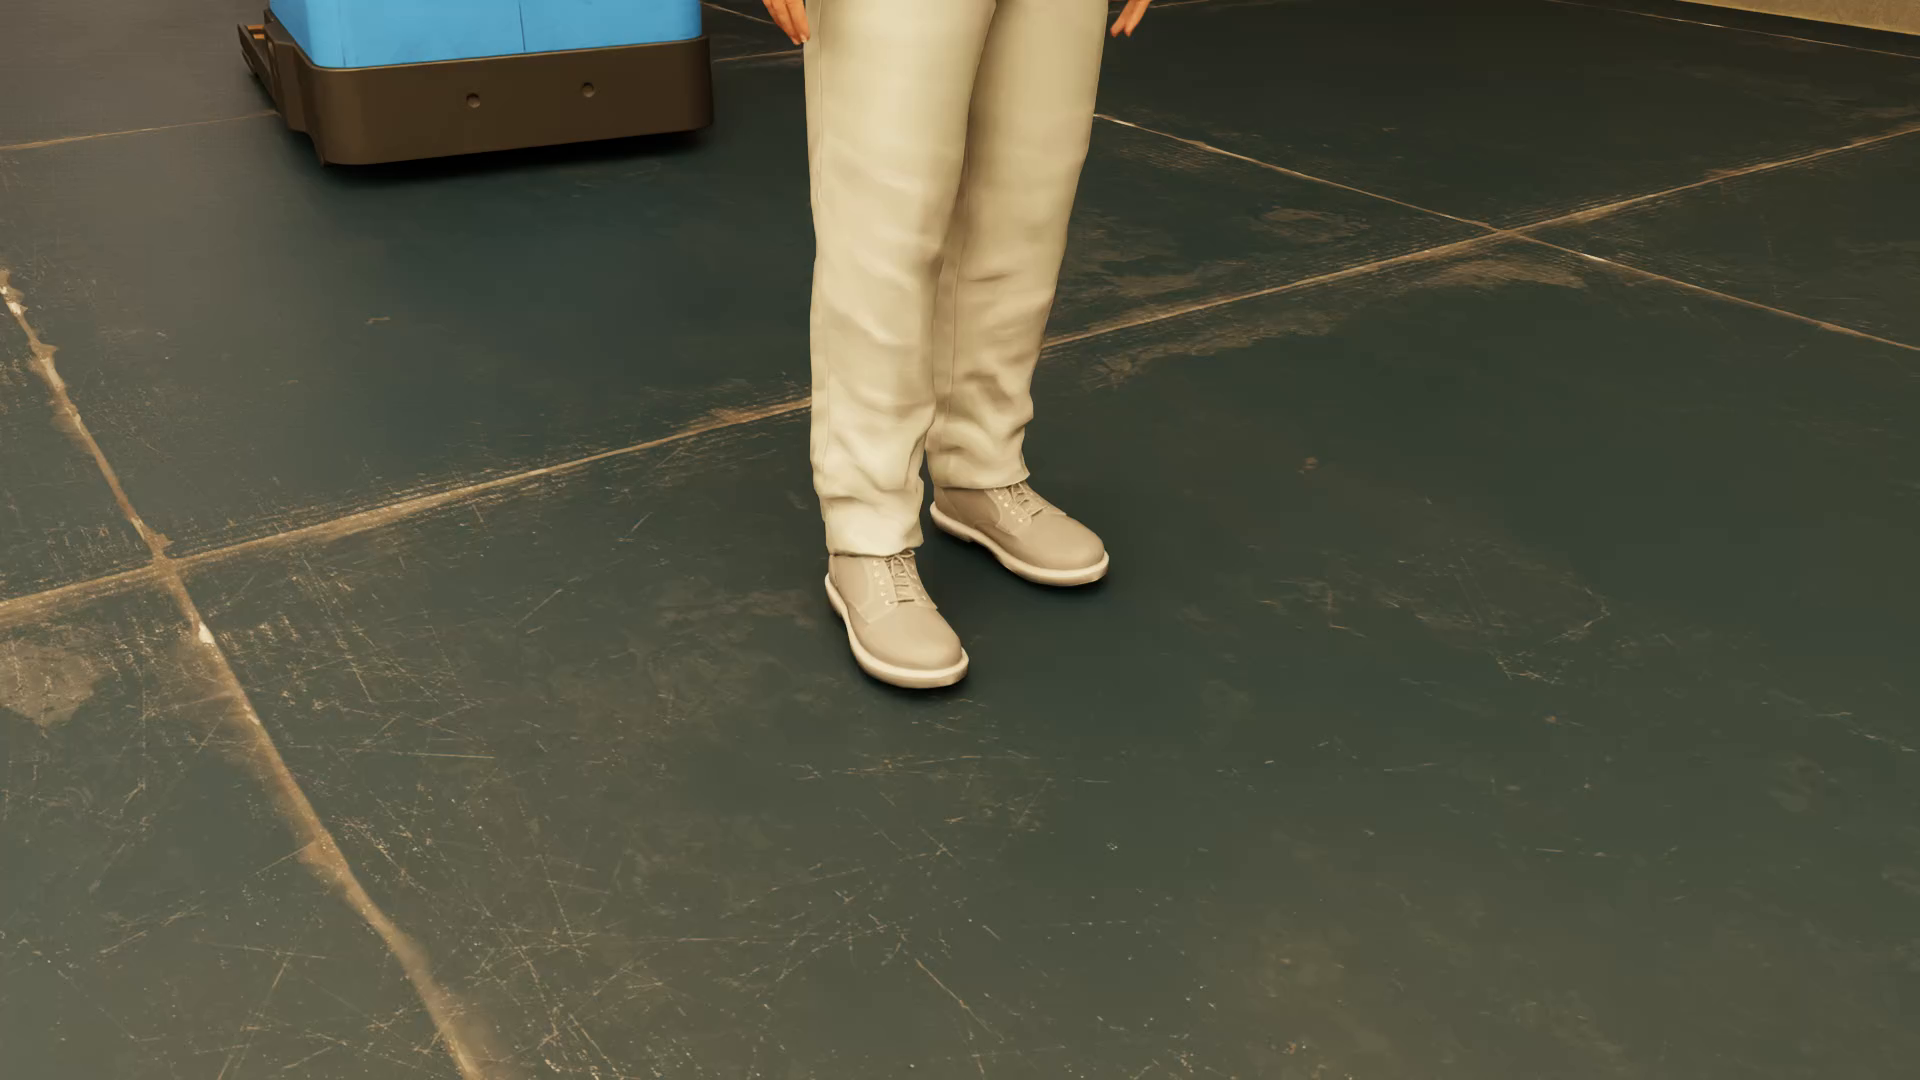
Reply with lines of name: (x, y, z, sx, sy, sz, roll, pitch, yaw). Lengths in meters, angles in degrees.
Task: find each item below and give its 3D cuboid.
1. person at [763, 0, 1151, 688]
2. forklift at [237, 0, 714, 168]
person: (0.035, -0.772, 2.034, 0.641, 1.780, 0.574, -17, 31, -31)
forklift: (-1.802, -2.898, 5.009, 1.130, 2.935, 3.031, -13, 29, -24)
